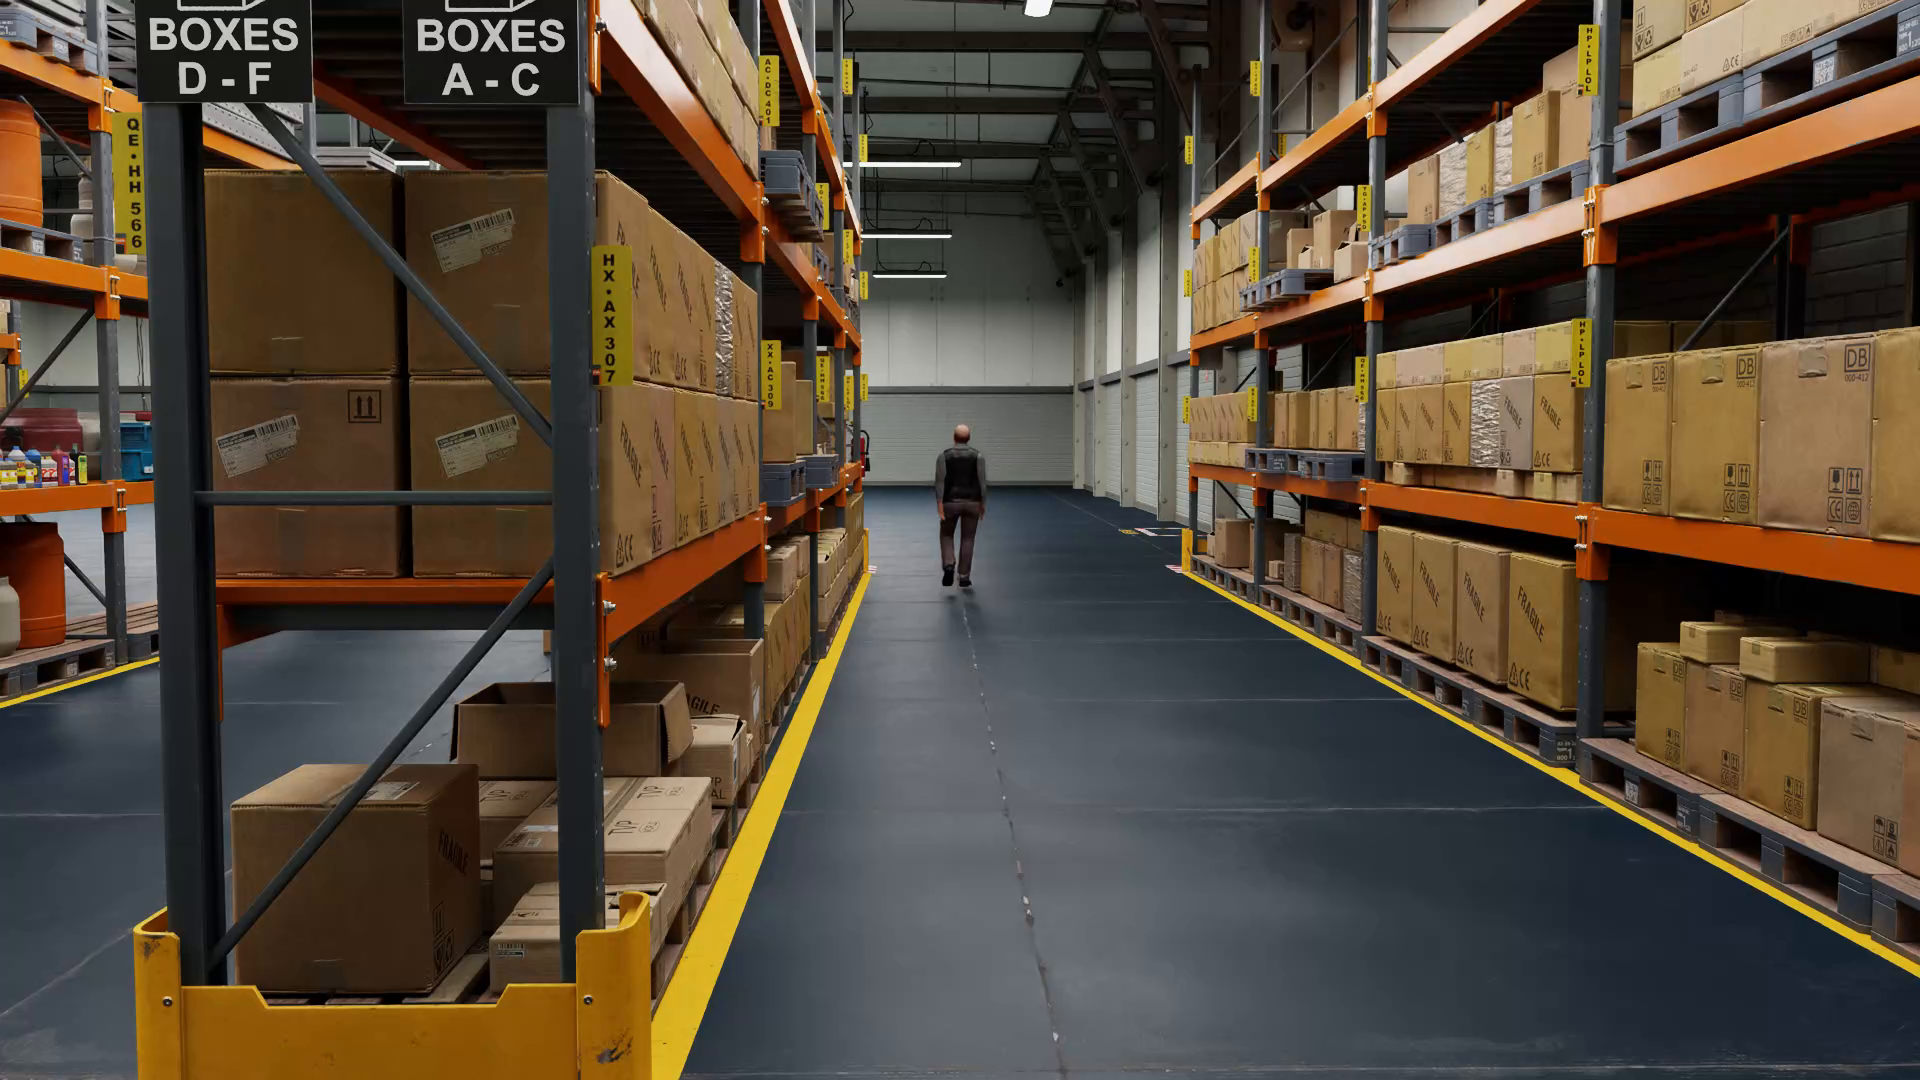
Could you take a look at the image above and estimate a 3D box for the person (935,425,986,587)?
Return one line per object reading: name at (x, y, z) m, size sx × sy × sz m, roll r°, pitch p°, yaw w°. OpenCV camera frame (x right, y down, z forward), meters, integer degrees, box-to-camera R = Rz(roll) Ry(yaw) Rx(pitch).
person at (0.006, -0.358, 17.720) m, size 0.547 × 1.735 × 0.460 m, roll 0°, pitch 4°, yaw 0°
